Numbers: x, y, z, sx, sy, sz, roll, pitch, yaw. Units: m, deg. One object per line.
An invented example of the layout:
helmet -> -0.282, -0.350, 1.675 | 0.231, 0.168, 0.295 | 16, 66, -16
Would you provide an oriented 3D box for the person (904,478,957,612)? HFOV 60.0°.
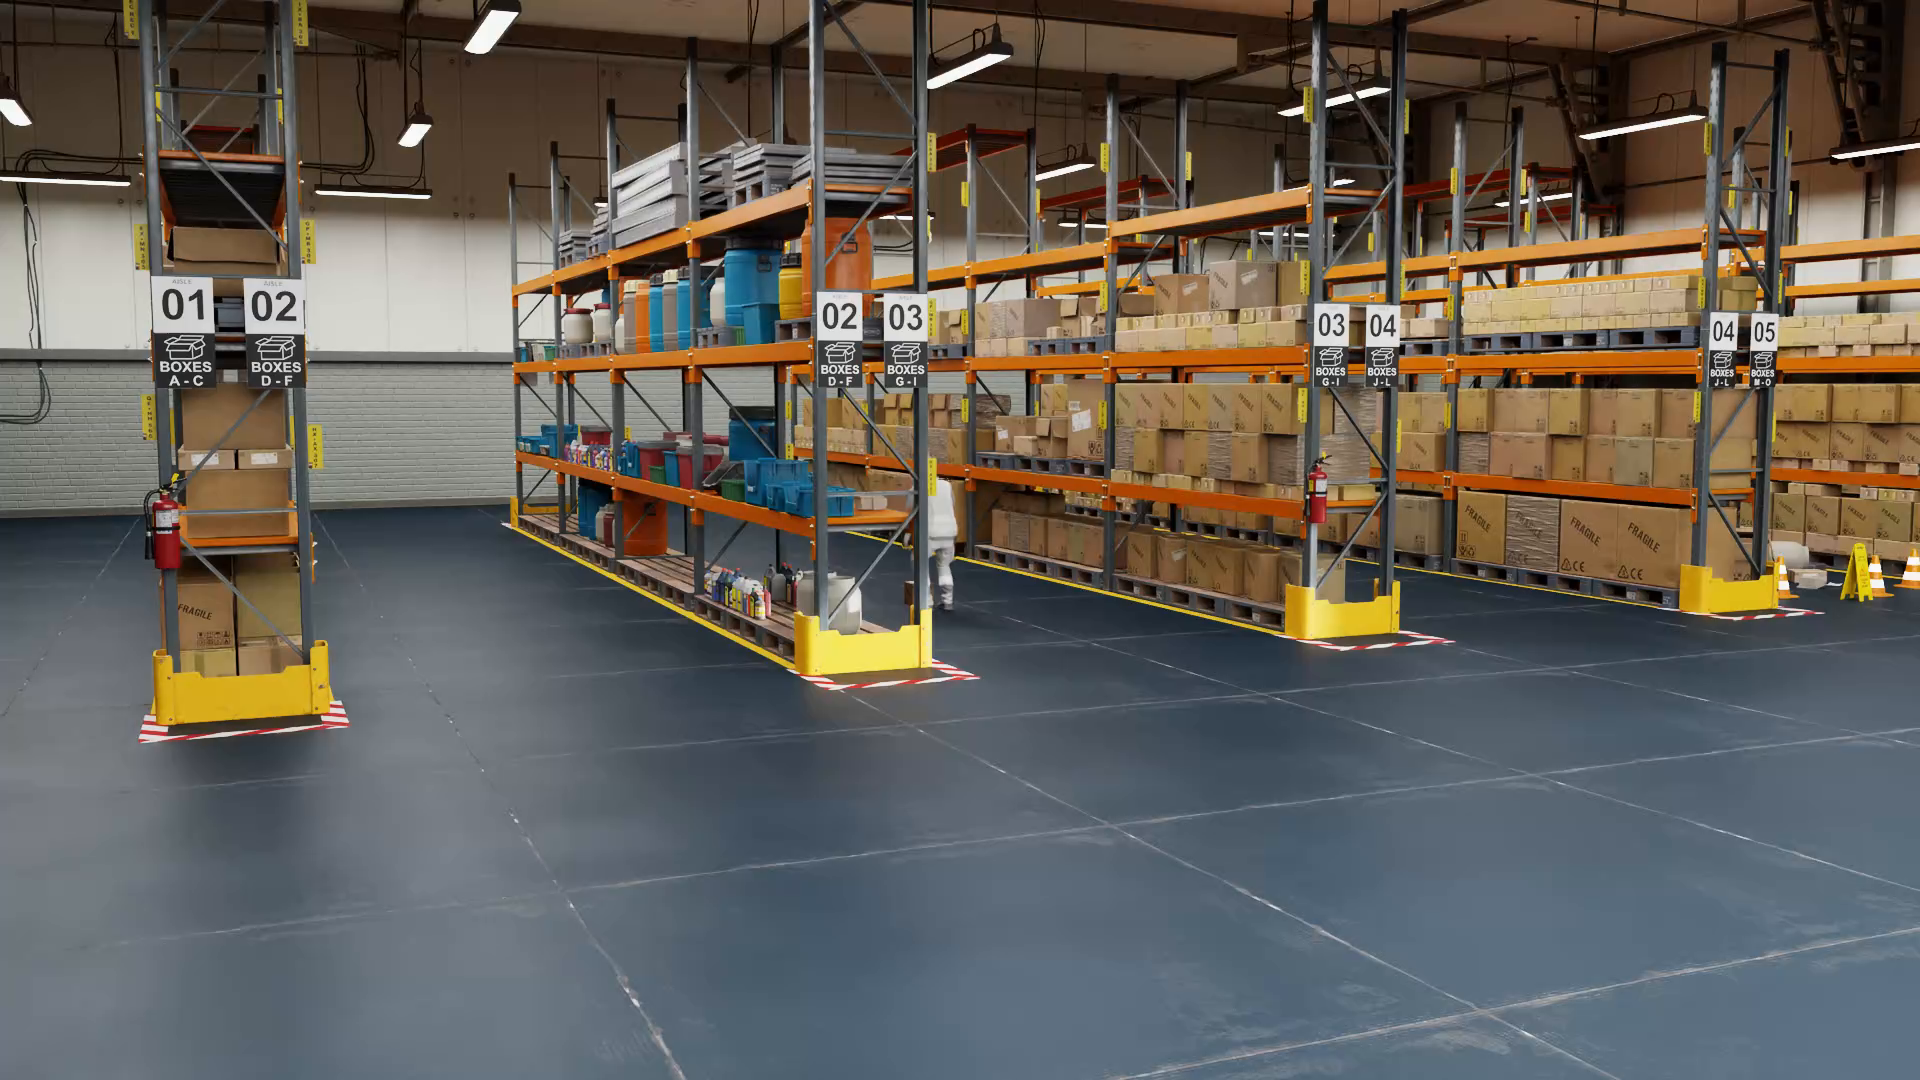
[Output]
person -> -0.320, -0.040, 18.009 | 0.570, 1.604, 0.624 | -2, 6, -23
